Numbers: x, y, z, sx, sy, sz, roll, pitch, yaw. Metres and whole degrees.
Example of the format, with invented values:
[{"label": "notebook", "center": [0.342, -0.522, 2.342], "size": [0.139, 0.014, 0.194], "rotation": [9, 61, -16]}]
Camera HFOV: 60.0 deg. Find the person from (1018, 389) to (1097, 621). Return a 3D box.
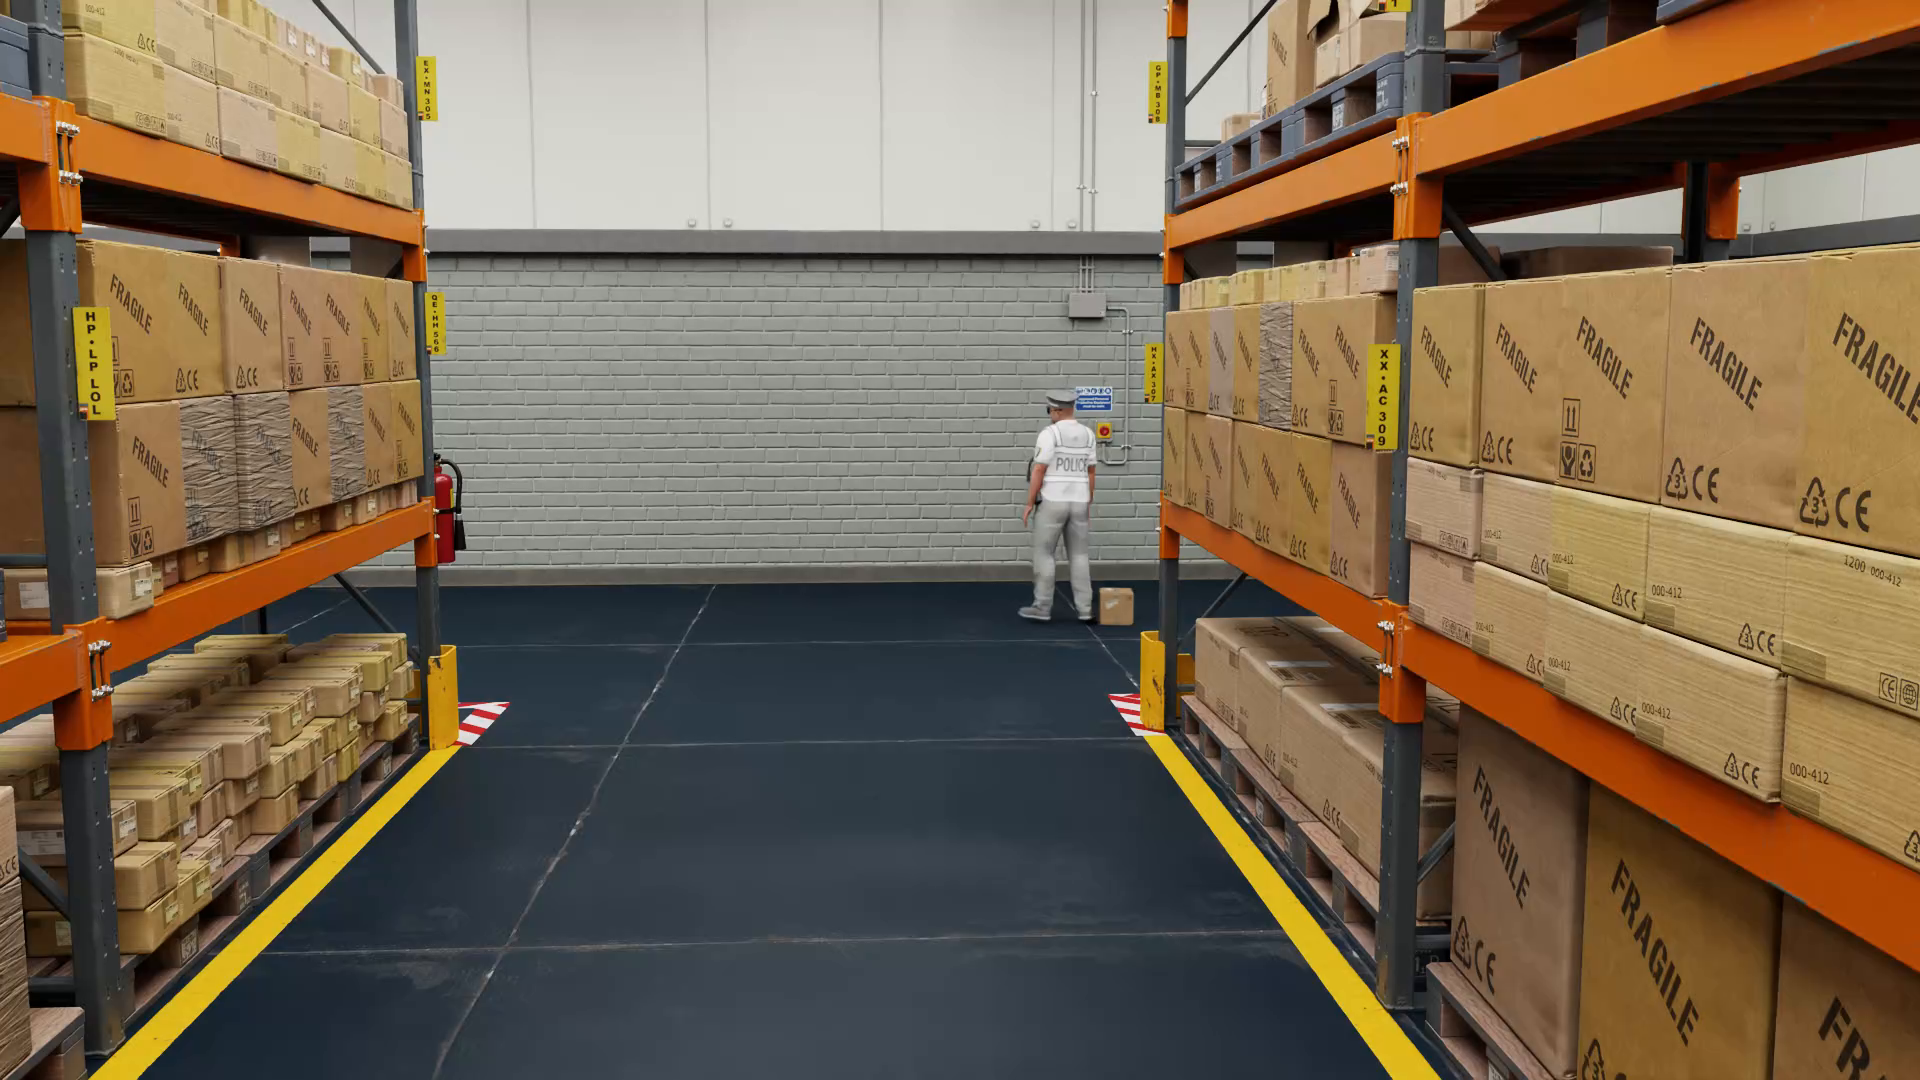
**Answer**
[{"label": "person", "center": [0.755, -0.261, 12.664], "size": [0.622, 1.763, 0.460], "rotation": [-4, 8, -30]}]
